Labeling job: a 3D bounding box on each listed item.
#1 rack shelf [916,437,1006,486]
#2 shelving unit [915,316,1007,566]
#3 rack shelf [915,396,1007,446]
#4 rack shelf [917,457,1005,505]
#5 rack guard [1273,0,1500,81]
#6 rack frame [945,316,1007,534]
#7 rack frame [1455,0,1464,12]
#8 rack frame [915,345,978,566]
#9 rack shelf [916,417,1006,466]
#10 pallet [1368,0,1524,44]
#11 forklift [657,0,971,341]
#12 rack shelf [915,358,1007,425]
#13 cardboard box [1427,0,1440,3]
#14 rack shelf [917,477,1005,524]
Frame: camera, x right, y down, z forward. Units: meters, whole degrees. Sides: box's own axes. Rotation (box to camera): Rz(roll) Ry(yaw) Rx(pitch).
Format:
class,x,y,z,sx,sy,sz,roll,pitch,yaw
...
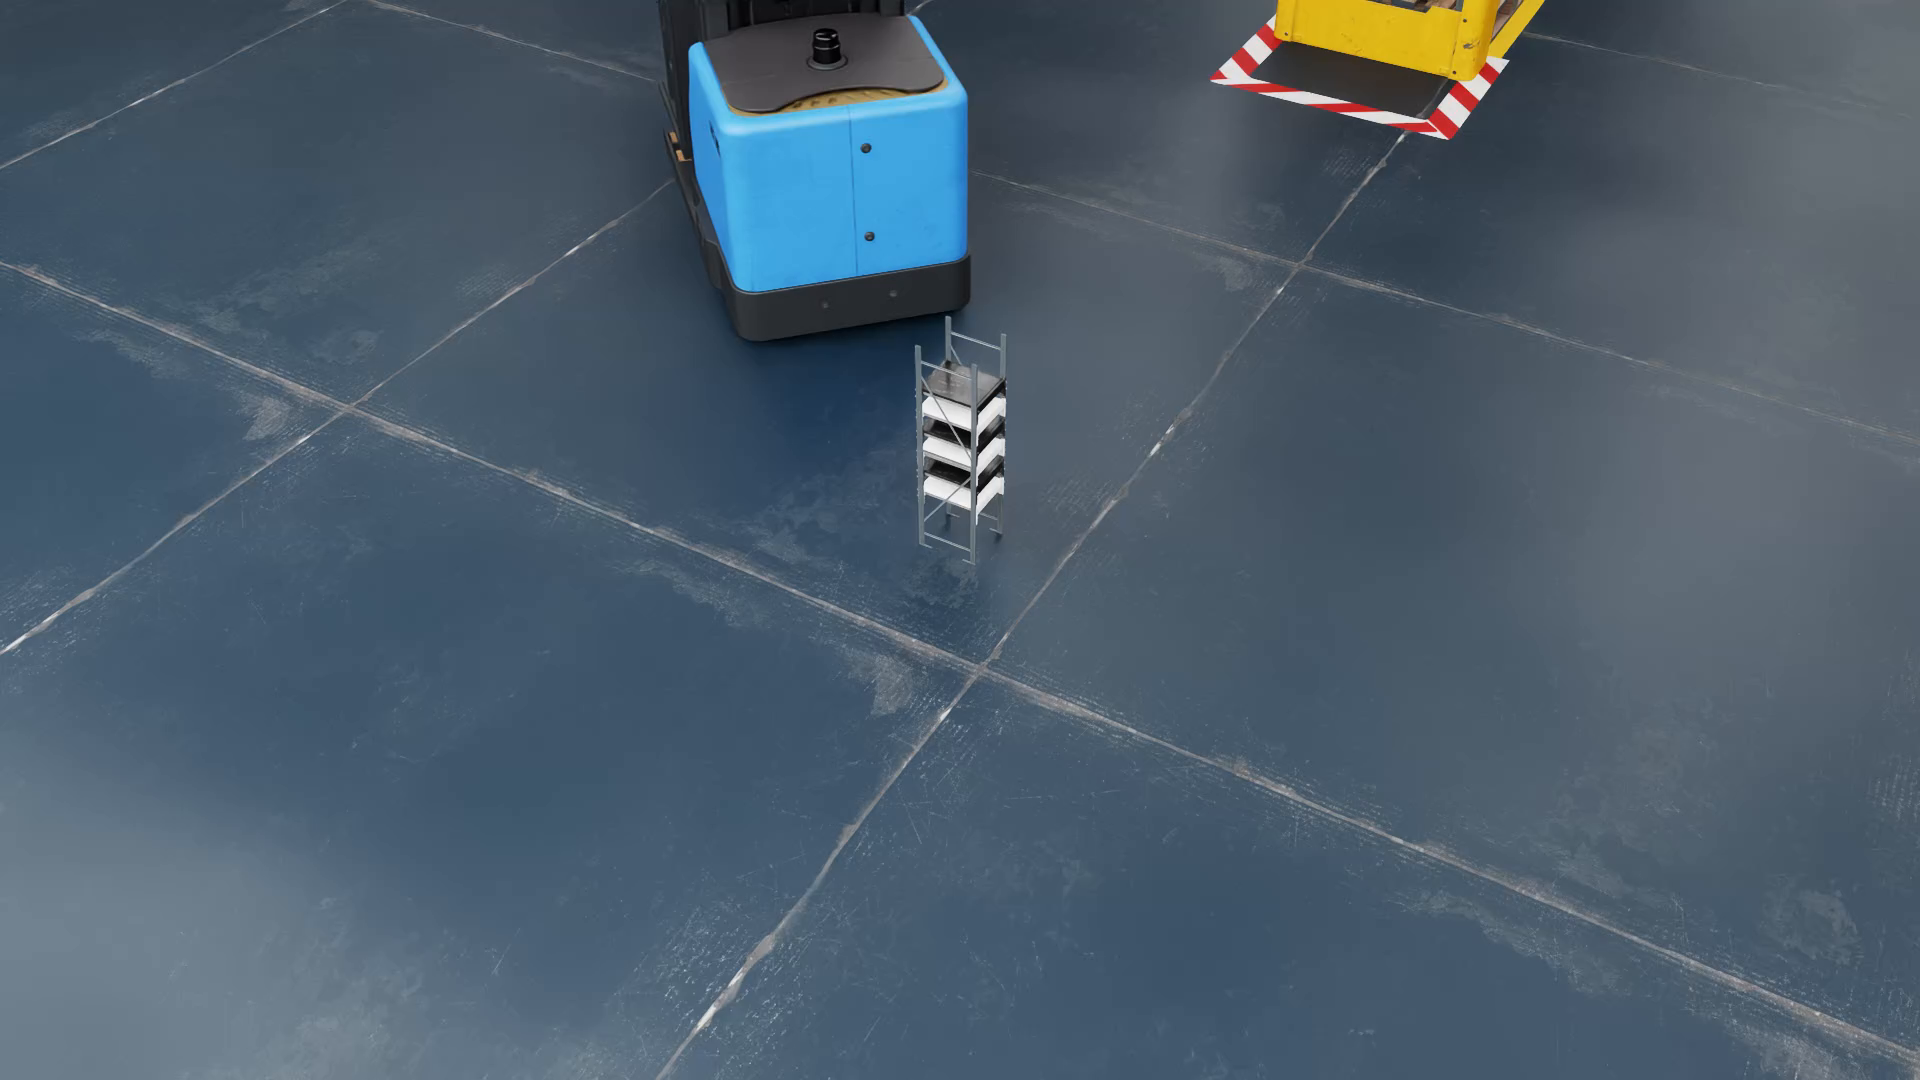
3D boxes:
class,x,y,z,sx,sy,sz,roll,pitch,yaw
rack shelf,0.004,-0.317,5.980,0.258,0.077,0.200,21,45,22
shelving unit,0.004,-0.342,5.958,0.258,0.900,0.210,21,45,22
rack shelf,0.004,-0.452,5.861,0.258,0.077,0.200,21,45,22
rack shelf,0.004,-0.250,6.039,0.258,0.077,0.200,21,45,22
rack guard,2.366,-2.973,9.248,1.175,0.500,0.348,21,45,22
rack frame,0.055,-0.401,6.024,0.240,0.900,0.006,21,45,22
rack frame,2.328,-3.868,8.372,1.000,3.000,0.127,21,45,22
rack frame,-0.047,-0.284,5.892,0.240,0.900,0.006,21,45,22
rack shelf,0.004,-0.385,5.920,0.258,0.077,0.200,21,45,22
pallet,2.803,-3.318,9.858,1.003,0.211,1.213,21,45,22
forklift,-0.859,-2.934,7.364,1.130,2.935,3.031,-11,43,-12
rack shelf,0.004,-0.520,5.801,0.258,0.077,0.200,21,45,22
cardboard box,2.655,-3.439,9.459,0.500,0.500,0.500,30,49,29
rack shelf,0.004,-0.182,6.099,0.258,0.077,0.200,21,45,22
